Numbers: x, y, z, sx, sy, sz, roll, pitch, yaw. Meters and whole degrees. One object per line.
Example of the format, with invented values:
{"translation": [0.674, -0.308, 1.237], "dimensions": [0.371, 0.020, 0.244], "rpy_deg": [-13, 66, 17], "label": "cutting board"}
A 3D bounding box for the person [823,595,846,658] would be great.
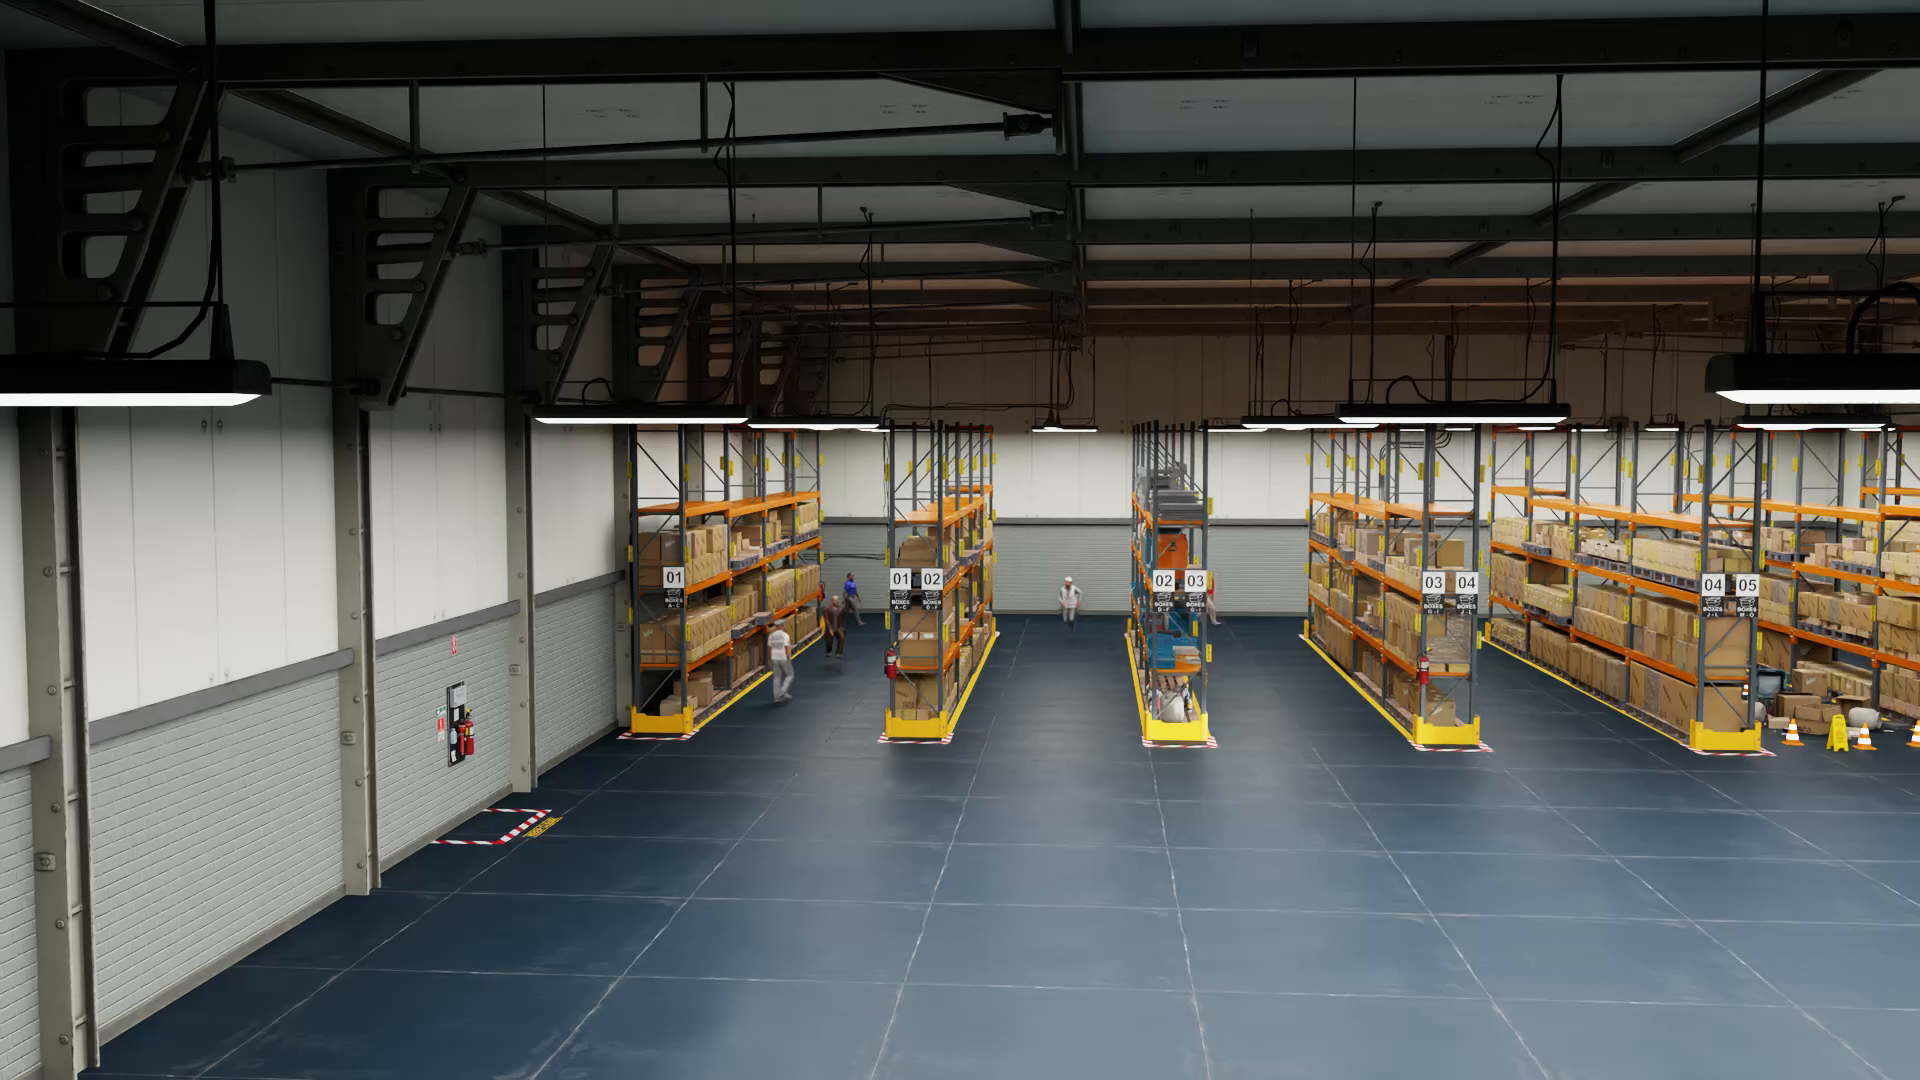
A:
{"translation": [-3.059, 2.131, 40.616], "dimensions": [0.550, 1.549, 1.145], "rpy_deg": [-1, 4, -14], "label": "person"}

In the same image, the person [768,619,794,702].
{"translation": [-3.853, 2.577, 35.654], "dimensions": [0.586, 1.757, 0.484], "rpy_deg": [1, 4, 19], "label": "person"}

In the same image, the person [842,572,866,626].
{"translation": [-3.264, 1.763, 49.764], "dimensions": [1.032, 1.604, 0.435], "rpy_deg": [1, 4, 14], "label": "person"}

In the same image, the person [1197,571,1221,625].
{"translation": [7.500, 1.728, 50.287], "dimensions": [0.527, 1.609, 1.018], "rpy_deg": [-3, 5, -41], "label": "person"}

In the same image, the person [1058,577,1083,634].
{"translation": [3.098, 1.827, 46.661], "dimensions": [0.698, 1.632, 0.708], "rpy_deg": [1, 4, 15], "label": "person"}
